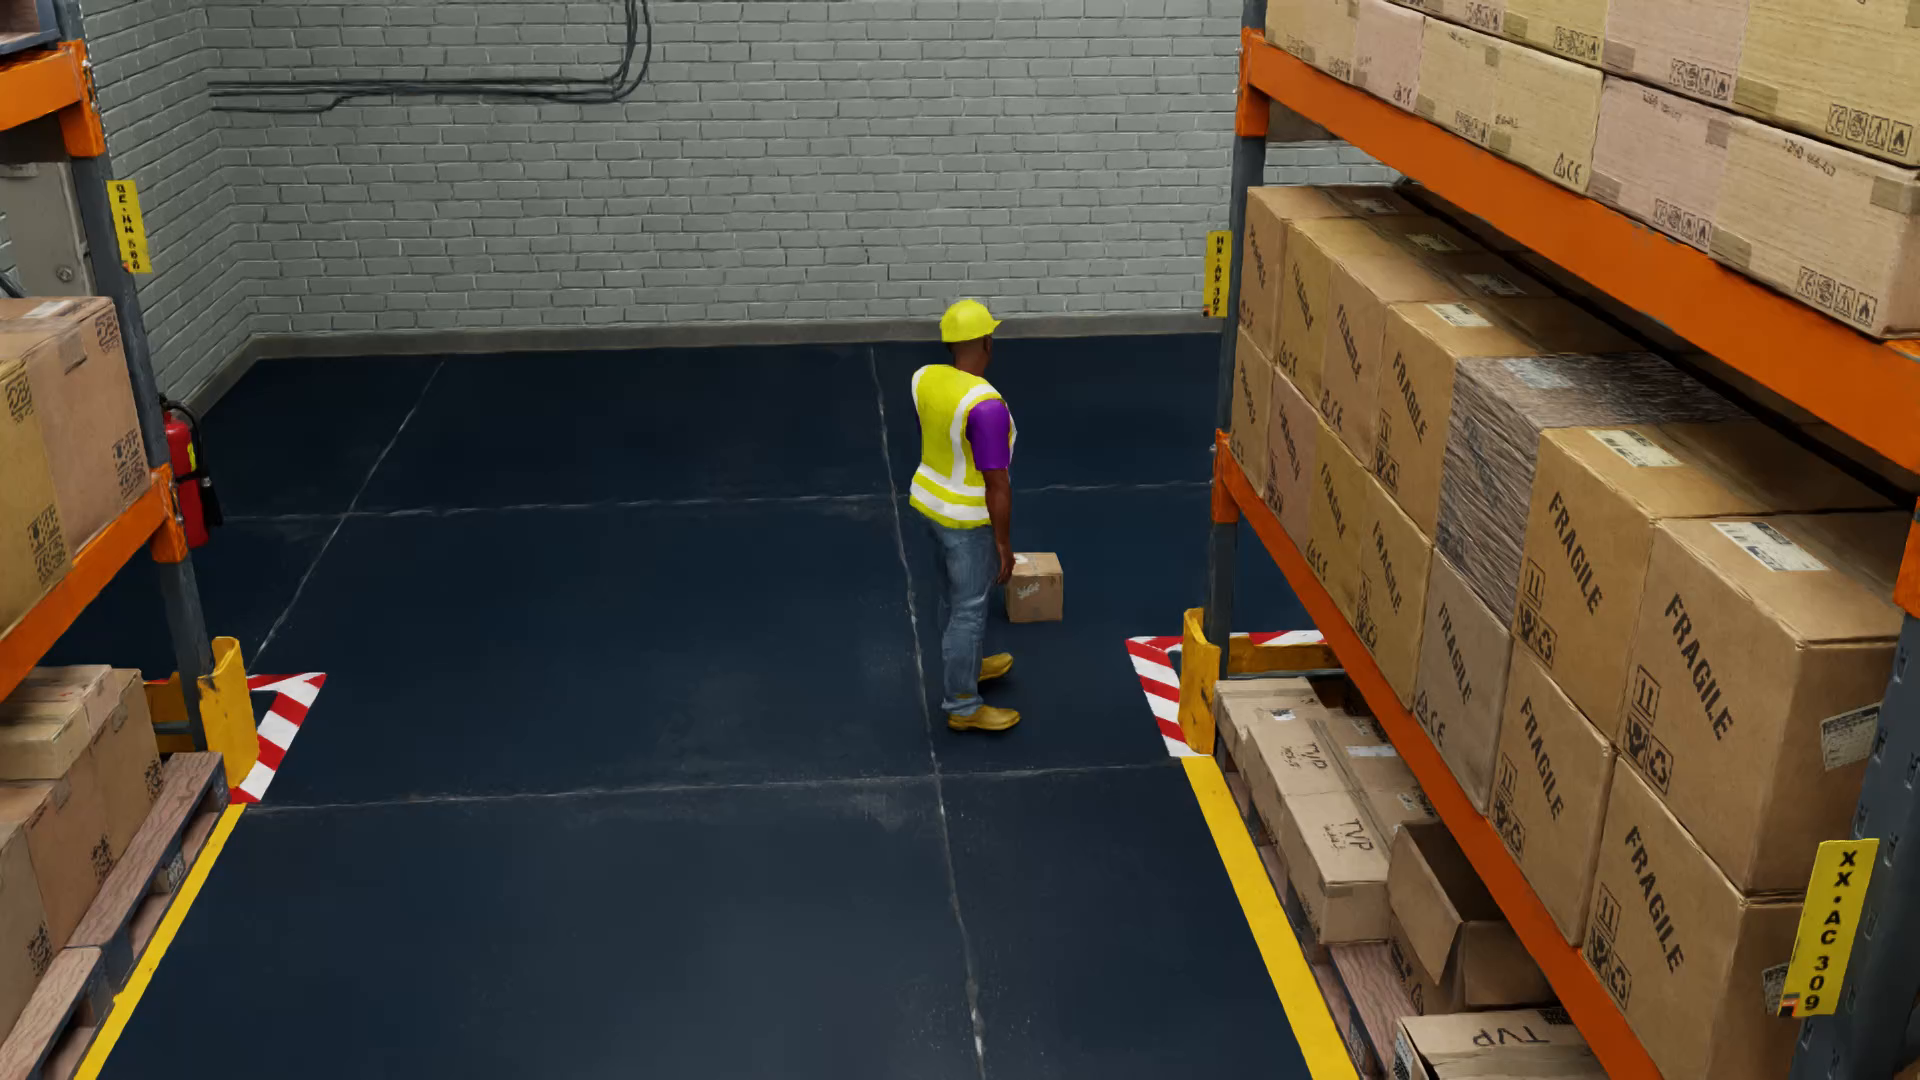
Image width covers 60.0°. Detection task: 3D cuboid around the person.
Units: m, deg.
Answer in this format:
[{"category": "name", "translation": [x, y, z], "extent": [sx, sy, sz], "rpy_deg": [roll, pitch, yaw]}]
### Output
[{"category": "person", "translation": [0.095, -0.110, 6.770], "extent": [0.521, 1.761, 0.650], "rpy_deg": [-15, 28, -31]}]
